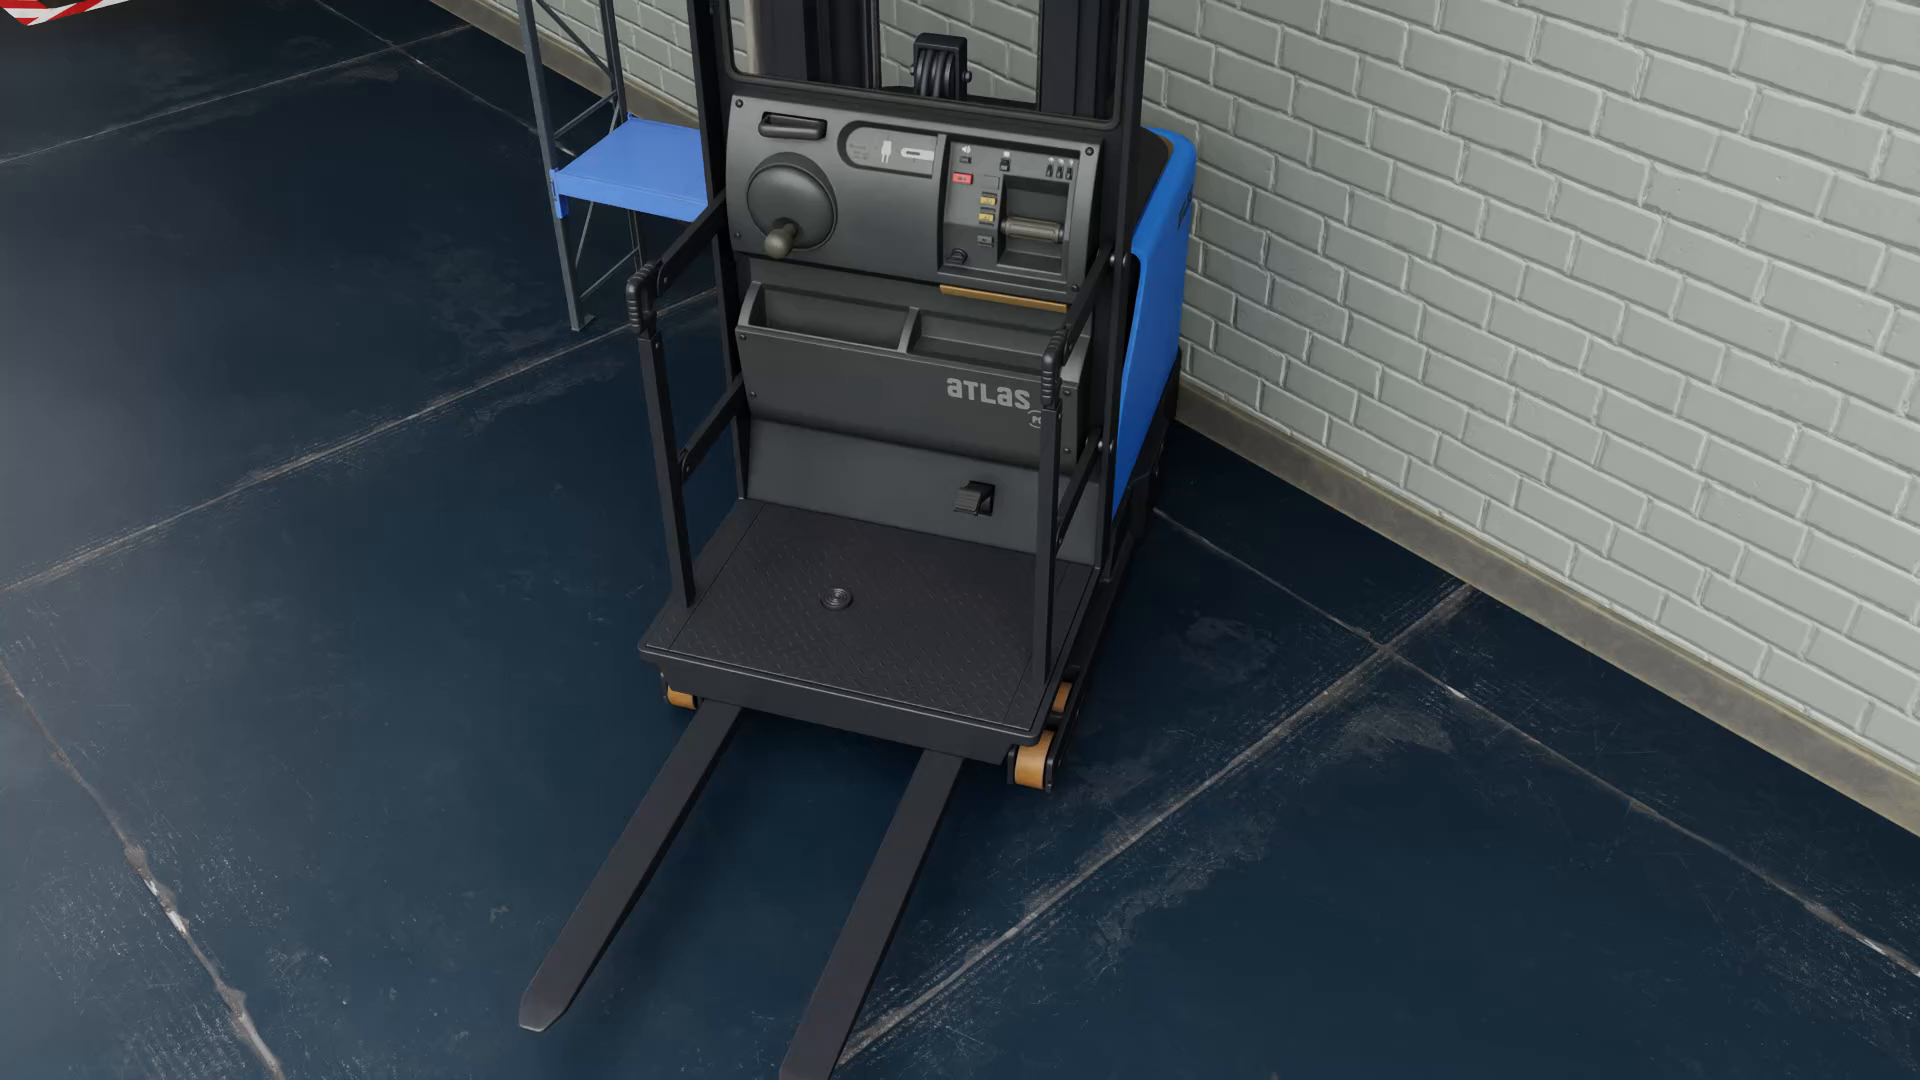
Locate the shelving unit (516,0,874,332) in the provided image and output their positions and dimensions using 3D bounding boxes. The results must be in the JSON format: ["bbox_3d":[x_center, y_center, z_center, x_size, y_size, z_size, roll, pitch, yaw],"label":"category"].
[{"bbox_3d":[-0.872,-1.384,5.770,1.048,1.500,0.538,15,41,18],"label":"shelving unit"}]

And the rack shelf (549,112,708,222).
[{"bbox_3d":[-0.872,-1.244,5.883,1.000,0.185,0.538,15,41,18],"label":"rack shelf"}]

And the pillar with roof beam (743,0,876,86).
[{"bbox_3d":[-3.731,-2.876,1.649,9.100,9.000,0.400,-30,48,-32],"label":"pillar with roof beam"}]

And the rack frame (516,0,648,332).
[{"bbox_3d":[-1.340,-1.508,5.924,0.032,1.500,0.500,15,41,18],"label":"rack frame"}]

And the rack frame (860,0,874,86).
[{"bbox_3d":[-0.403,-1.260,5.617,0.032,1.500,0.500,15,41,18],"label":"rack frame"}]

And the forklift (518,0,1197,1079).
[{"bbox_3d":[-0.188,-0.762,3.861,1.130,2.935,3.031,11,40,13],"label":"forklift"}]
